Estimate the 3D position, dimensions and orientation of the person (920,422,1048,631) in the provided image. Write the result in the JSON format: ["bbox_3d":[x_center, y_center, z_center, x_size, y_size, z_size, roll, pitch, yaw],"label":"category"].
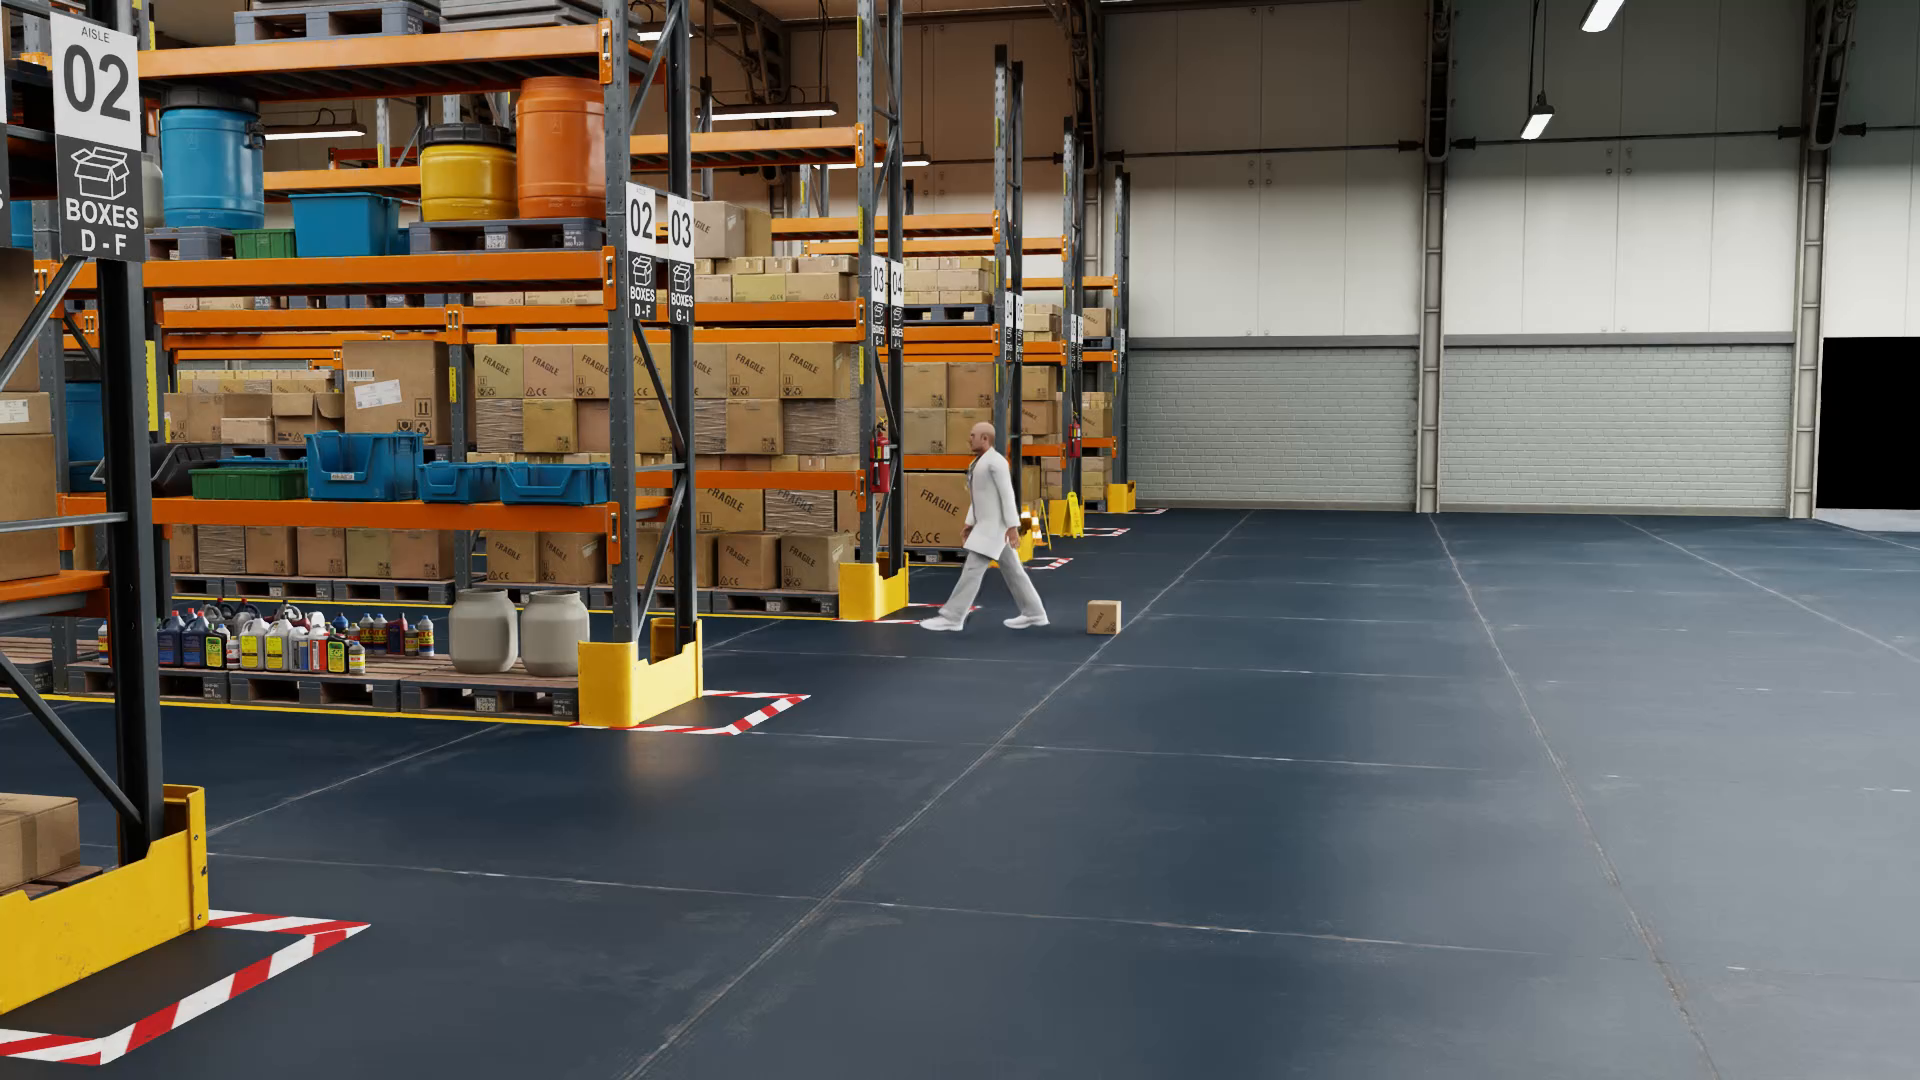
[{"bbox_3d":[0.196,-0.115,13.739,1.099,1.713,0.607,-1,5,-8],"label":"person"}]
